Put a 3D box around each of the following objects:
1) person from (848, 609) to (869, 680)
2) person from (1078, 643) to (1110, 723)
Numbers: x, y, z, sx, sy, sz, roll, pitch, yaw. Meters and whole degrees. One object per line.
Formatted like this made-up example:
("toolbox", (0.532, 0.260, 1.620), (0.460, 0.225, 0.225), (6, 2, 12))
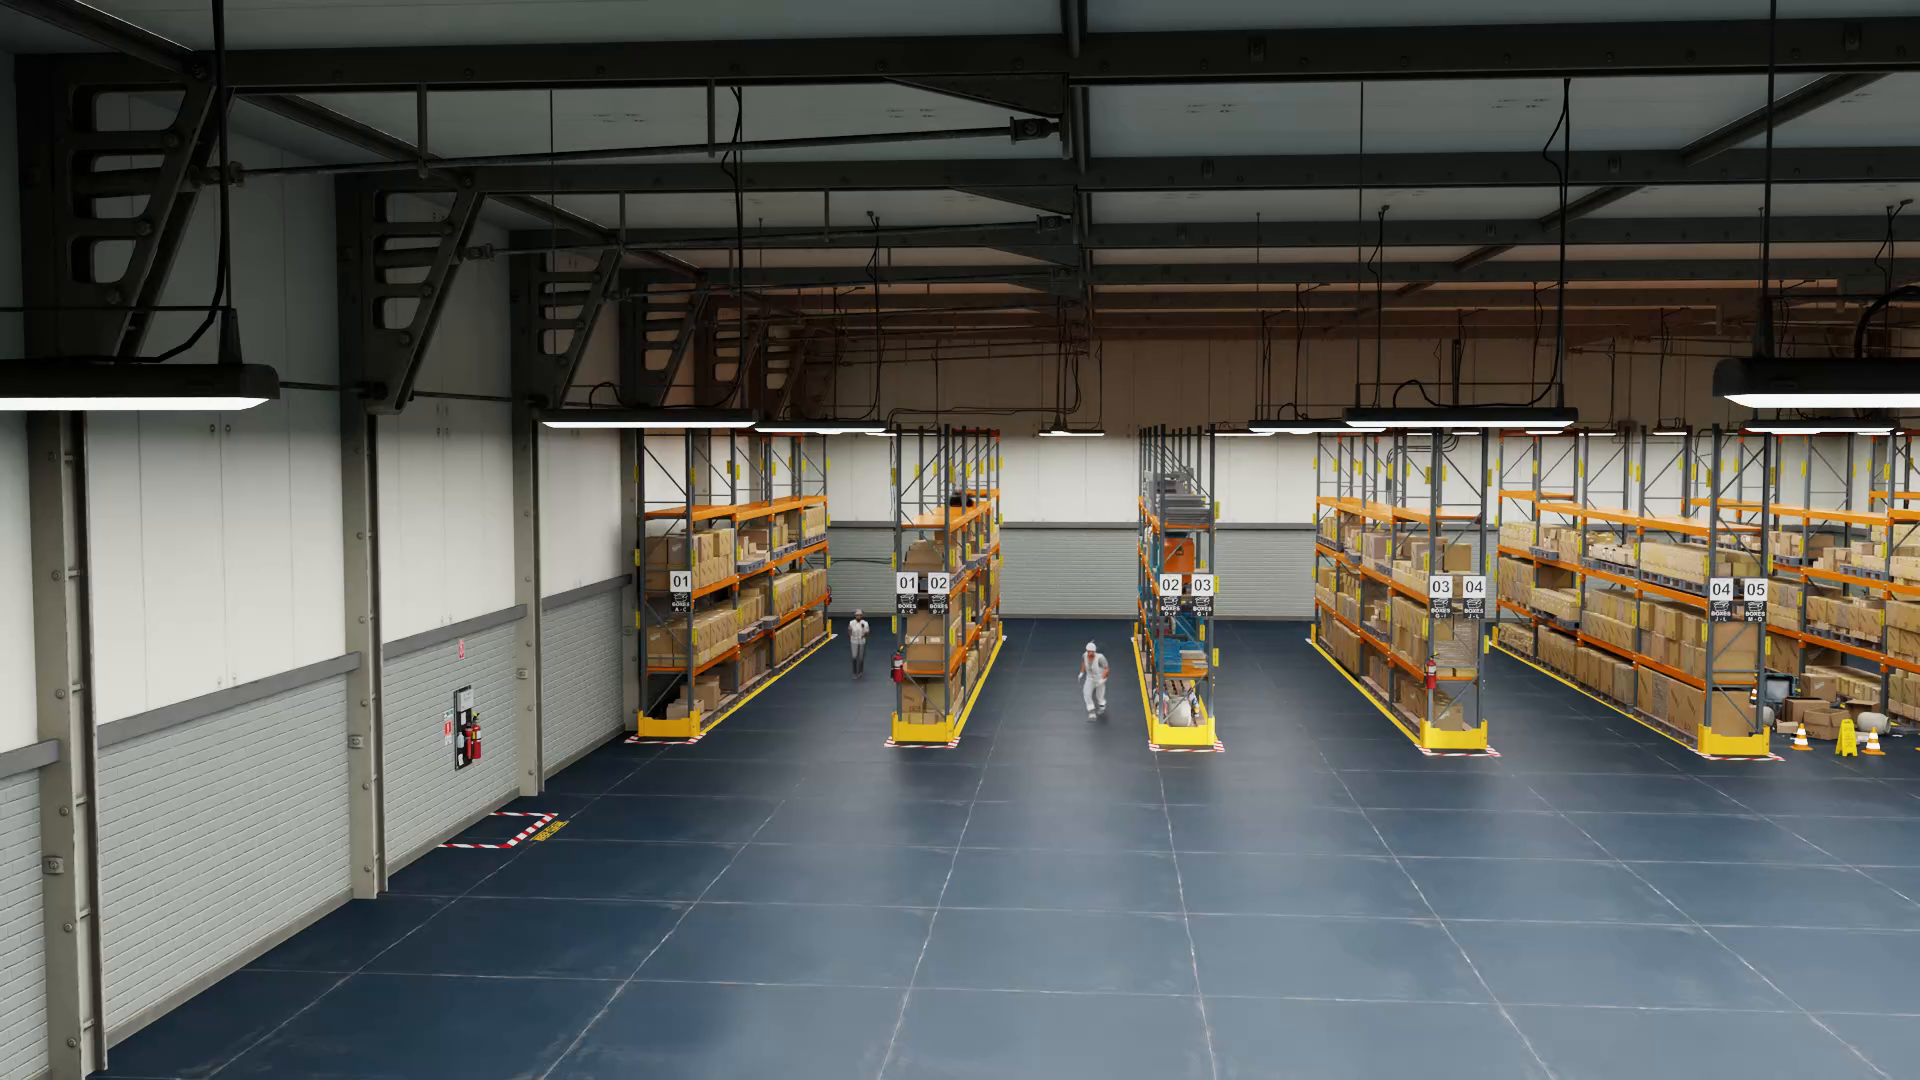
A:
("person", (-2.419, 2.486, 39.627), (0.494, 1.712, 0.789), (0, 3, -5))
("person", (2.766, 2.846, 33.714), (0.688, 1.631, 1.115), (2, 4, 26))
